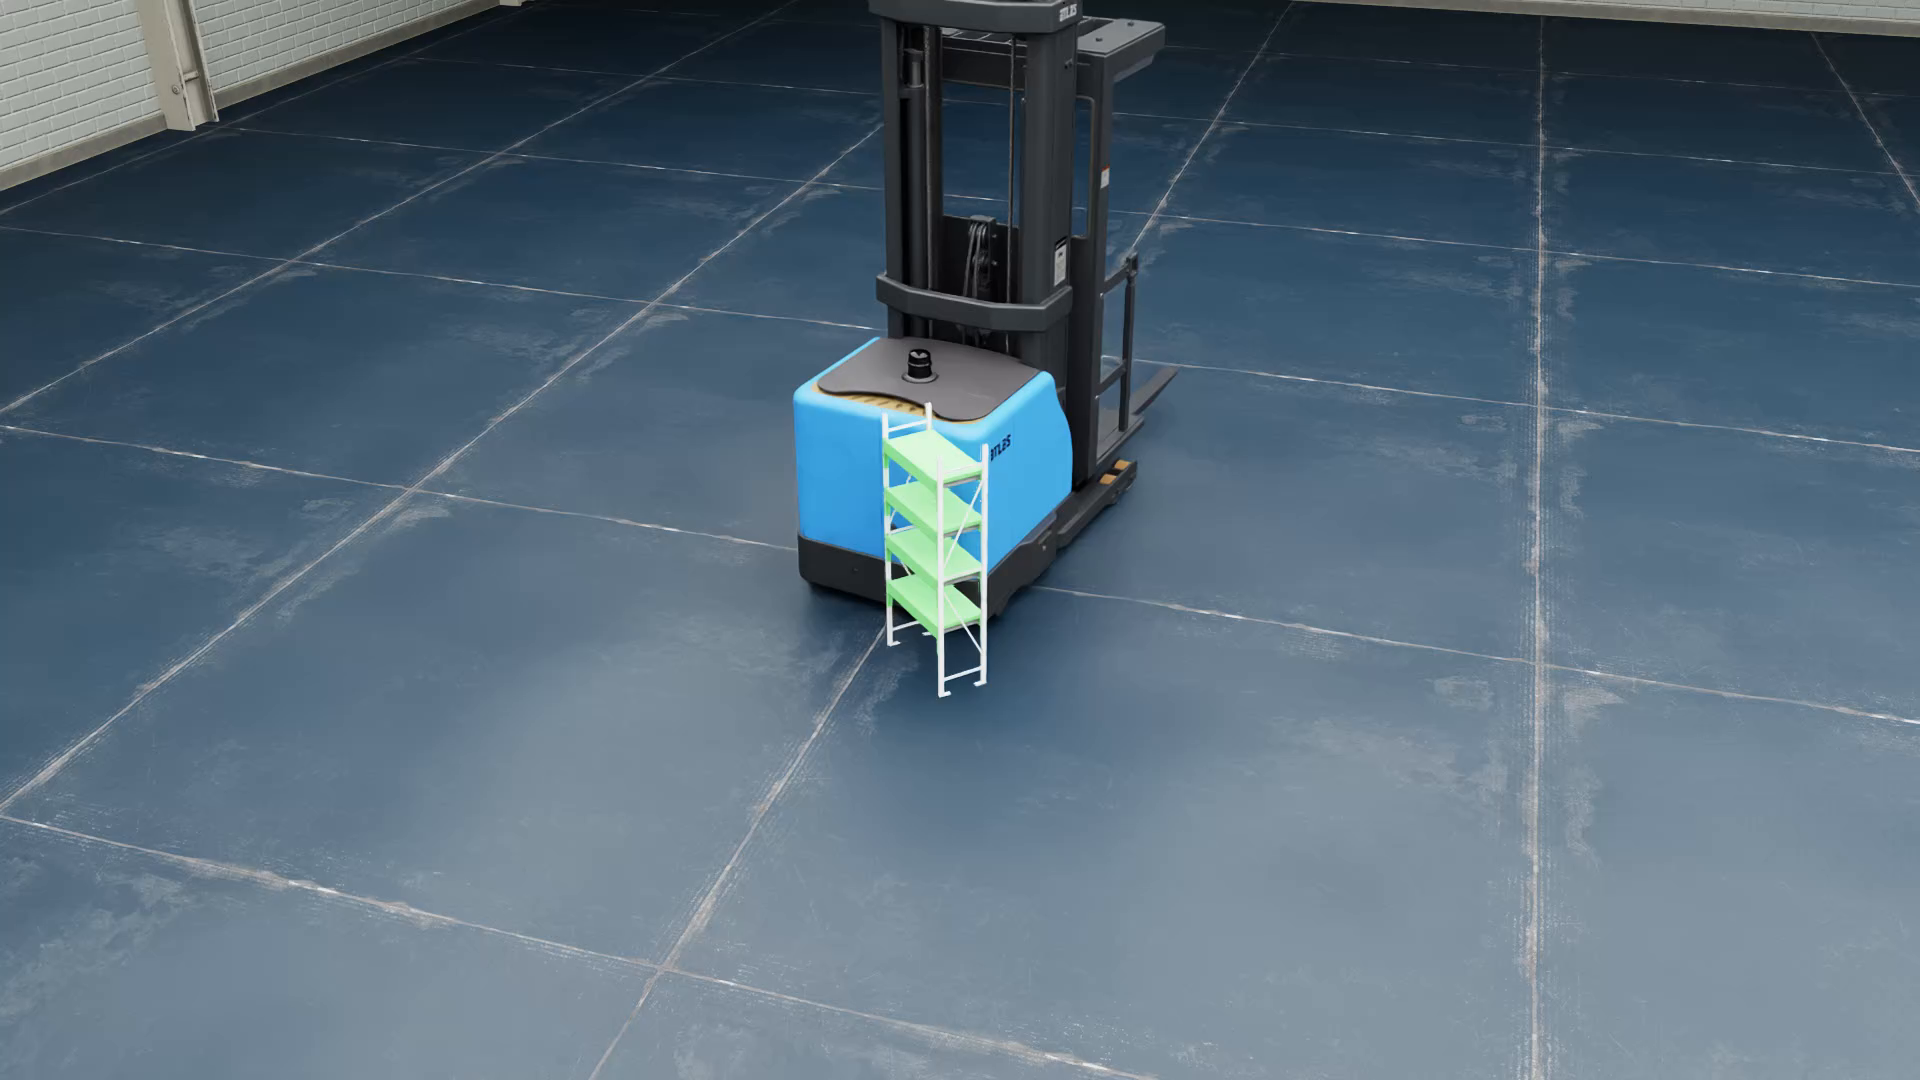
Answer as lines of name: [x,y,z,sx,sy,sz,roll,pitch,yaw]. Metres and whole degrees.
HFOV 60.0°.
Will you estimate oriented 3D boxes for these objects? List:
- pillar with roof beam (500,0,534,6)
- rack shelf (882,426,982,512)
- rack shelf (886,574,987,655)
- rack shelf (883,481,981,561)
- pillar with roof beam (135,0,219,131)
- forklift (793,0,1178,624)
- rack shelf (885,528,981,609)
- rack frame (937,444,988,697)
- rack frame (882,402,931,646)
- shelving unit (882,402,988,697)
pillar with roof beam: [-1.457,-10.078,17.609,9.100,9.000,0.400,8,30,15]
rack shelf: [-0.112,-0.315,7.226,0.258,0.148,0.480,-16,33,-26]
rack shelf: [-0.112,0.314,7.576,0.258,0.148,0.480,-16,33,-26]
rack shelf: [-0.112,-0.105,7.342,0.258,0.148,0.480,-16,33,-26]
pillar with roof beam: [-3.218,-7.289,12.597,9.100,9.000,0.400,8,30,15]
forklift: [0.333,-1.568,8.553,1.130,2.935,3.031,14,32,24]
rack shelf: [-0.112,0.105,7.459,0.258,0.148,0.480,-16,33,-26]
rack frame: [0.010,0.151,7.244,0.240,1.200,0.015,-16,33,-26]
rack frame: [-0.235,-0.054,7.612,0.240,1.200,0.015,-16,33,-26]
shelving unit: [-0.112,0.049,7.428,0.258,1.200,0.503,-16,33,-26]
